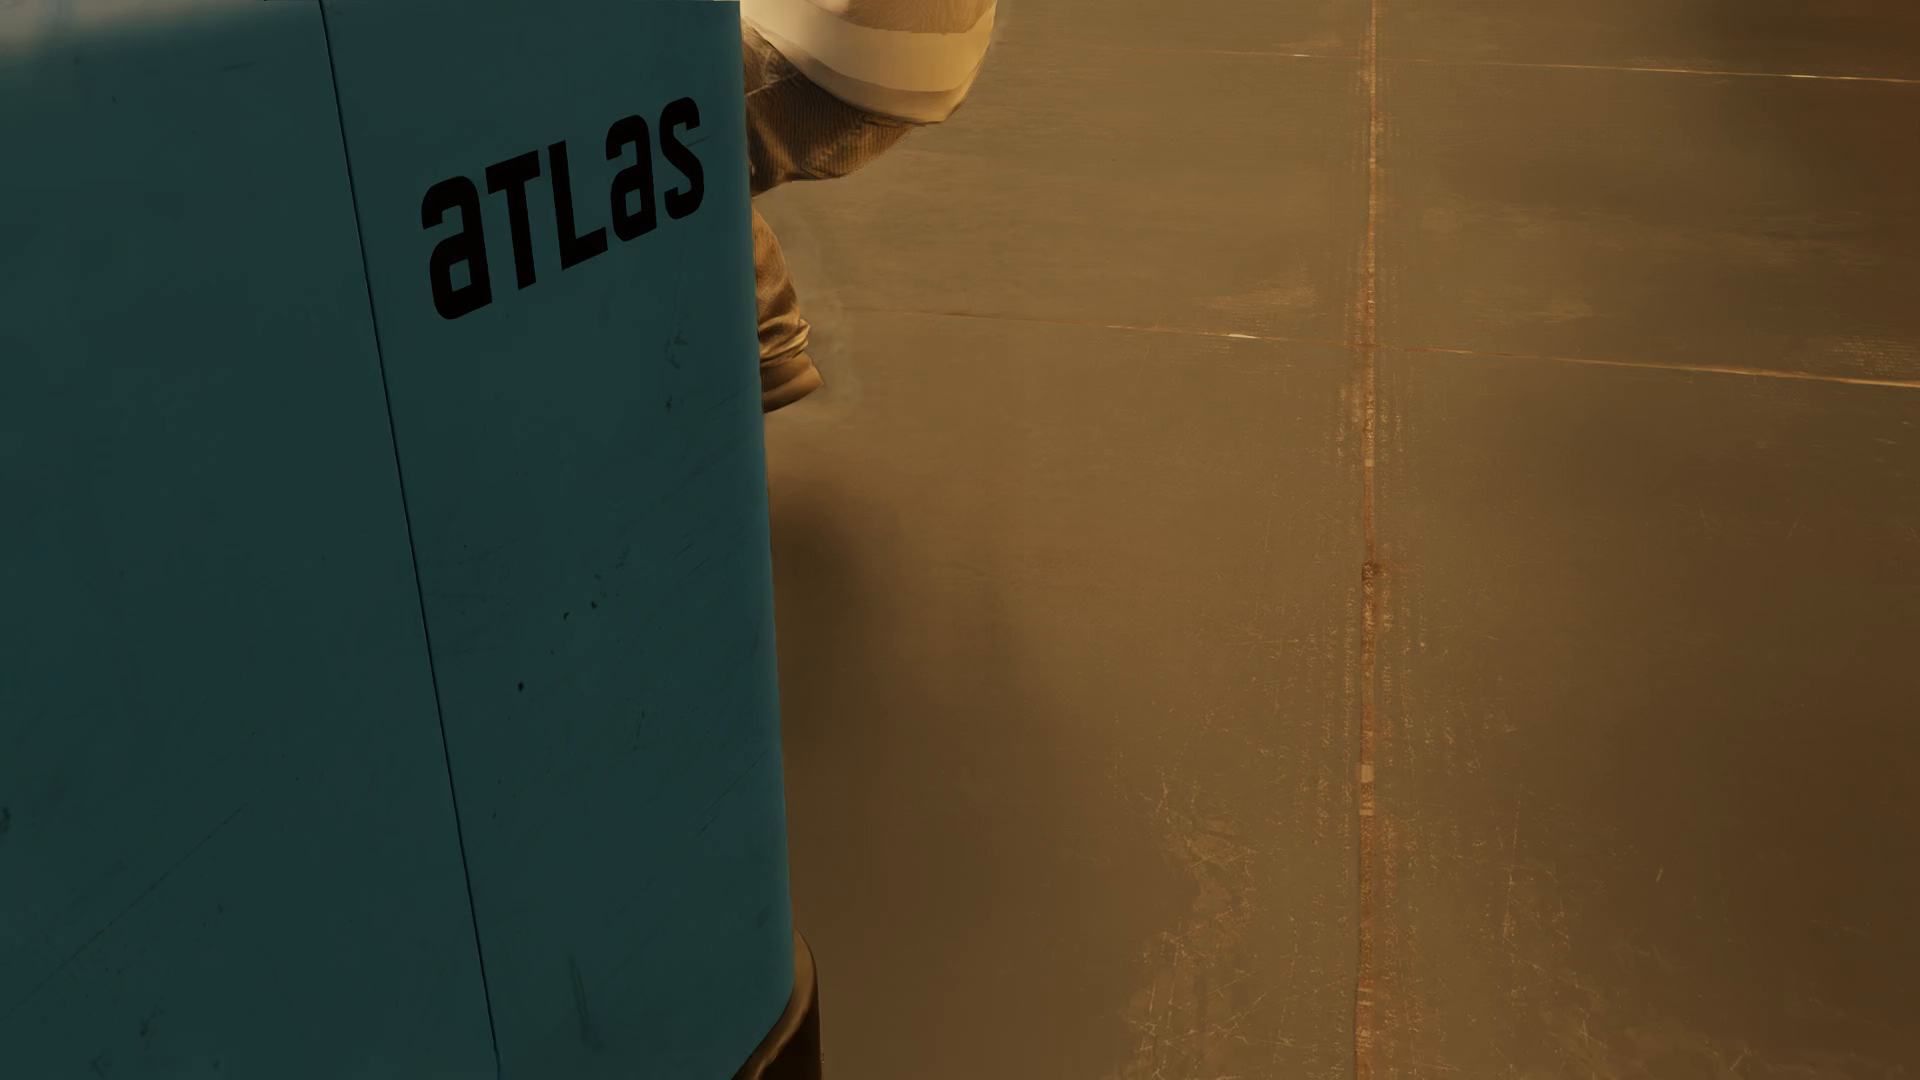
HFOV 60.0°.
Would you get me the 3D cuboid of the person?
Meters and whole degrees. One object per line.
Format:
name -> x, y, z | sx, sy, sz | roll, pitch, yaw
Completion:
person -> -0.371, -0.737, 2.208 | 0.857, 1.593, 1.234 | 6, 27, 11
